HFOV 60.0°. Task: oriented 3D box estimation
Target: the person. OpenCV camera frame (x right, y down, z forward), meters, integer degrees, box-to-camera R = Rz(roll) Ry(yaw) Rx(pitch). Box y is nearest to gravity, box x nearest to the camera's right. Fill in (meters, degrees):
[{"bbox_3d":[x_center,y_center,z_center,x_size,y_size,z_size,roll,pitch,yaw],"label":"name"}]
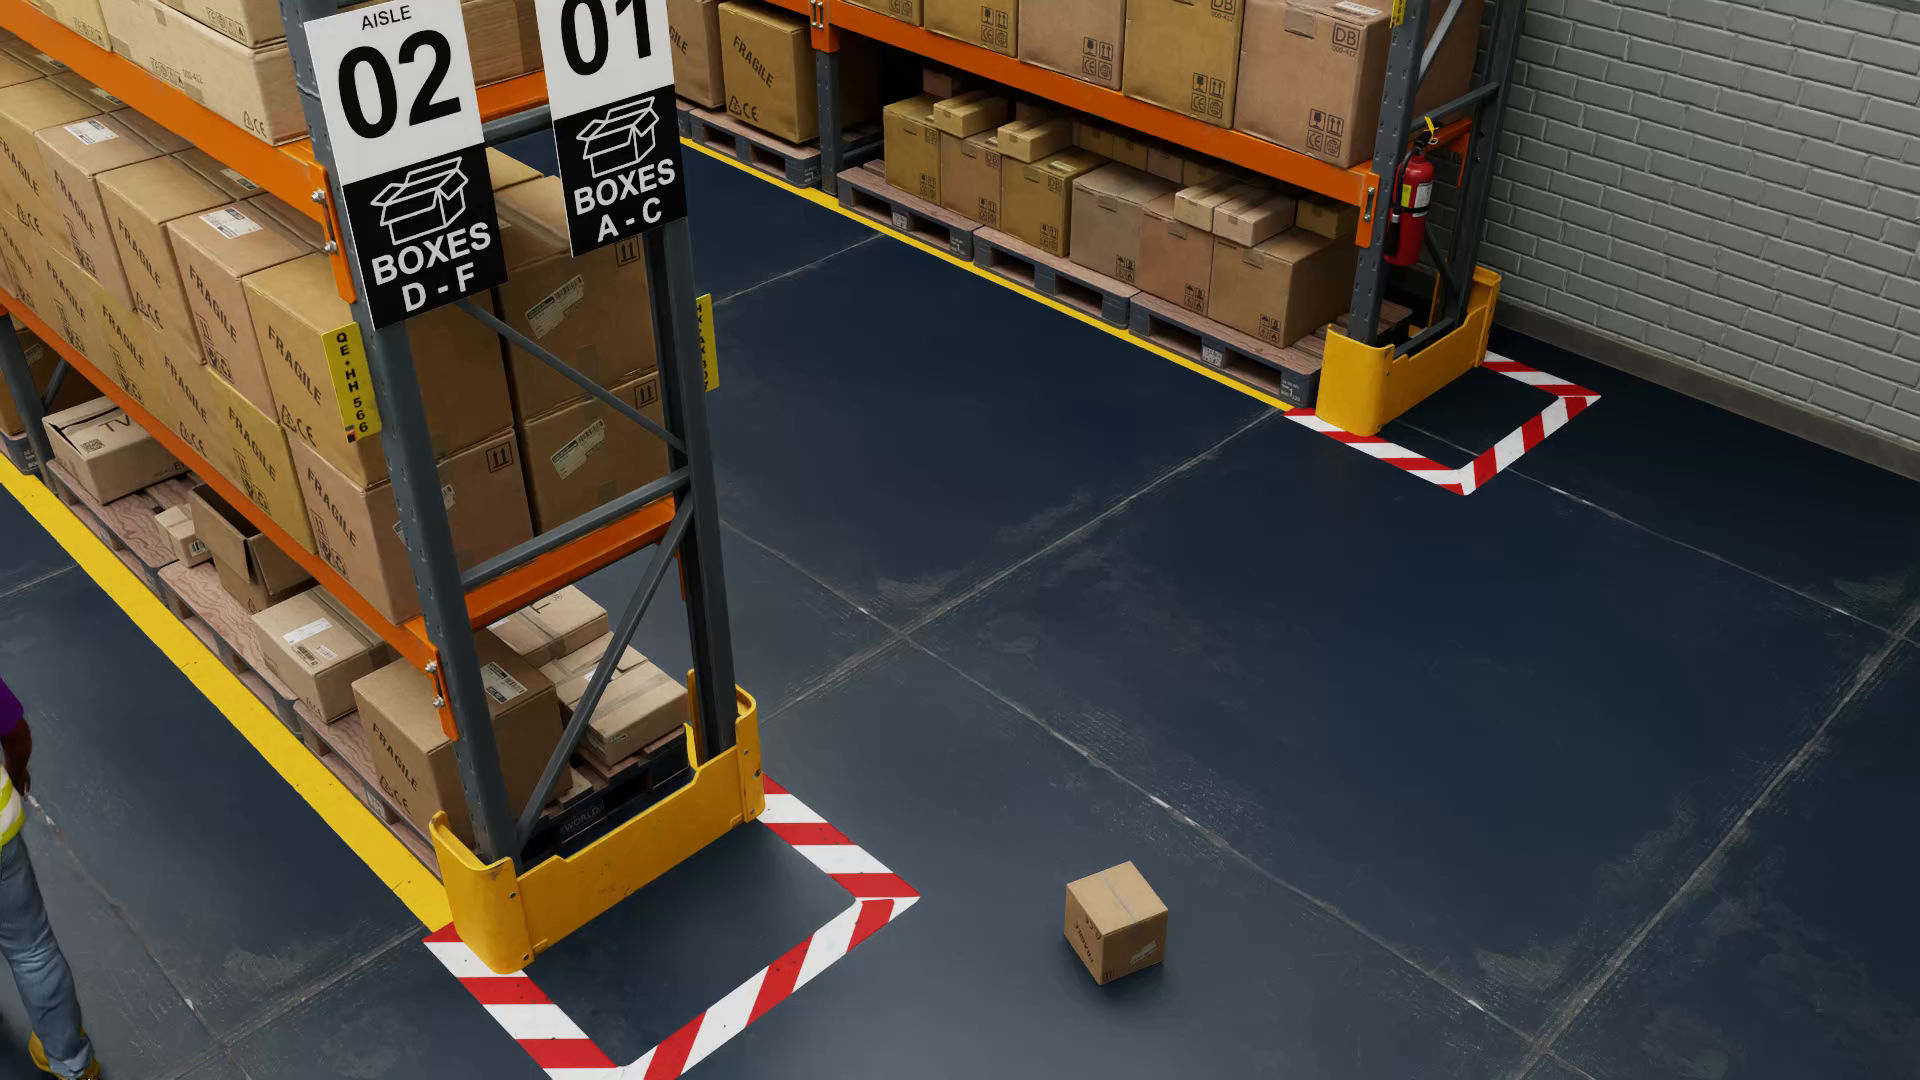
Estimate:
[{"bbox_3d":[-3.001,0.838,4.933,0.588,1.749,0.886,-29,45,-35],"label":"person"}]
